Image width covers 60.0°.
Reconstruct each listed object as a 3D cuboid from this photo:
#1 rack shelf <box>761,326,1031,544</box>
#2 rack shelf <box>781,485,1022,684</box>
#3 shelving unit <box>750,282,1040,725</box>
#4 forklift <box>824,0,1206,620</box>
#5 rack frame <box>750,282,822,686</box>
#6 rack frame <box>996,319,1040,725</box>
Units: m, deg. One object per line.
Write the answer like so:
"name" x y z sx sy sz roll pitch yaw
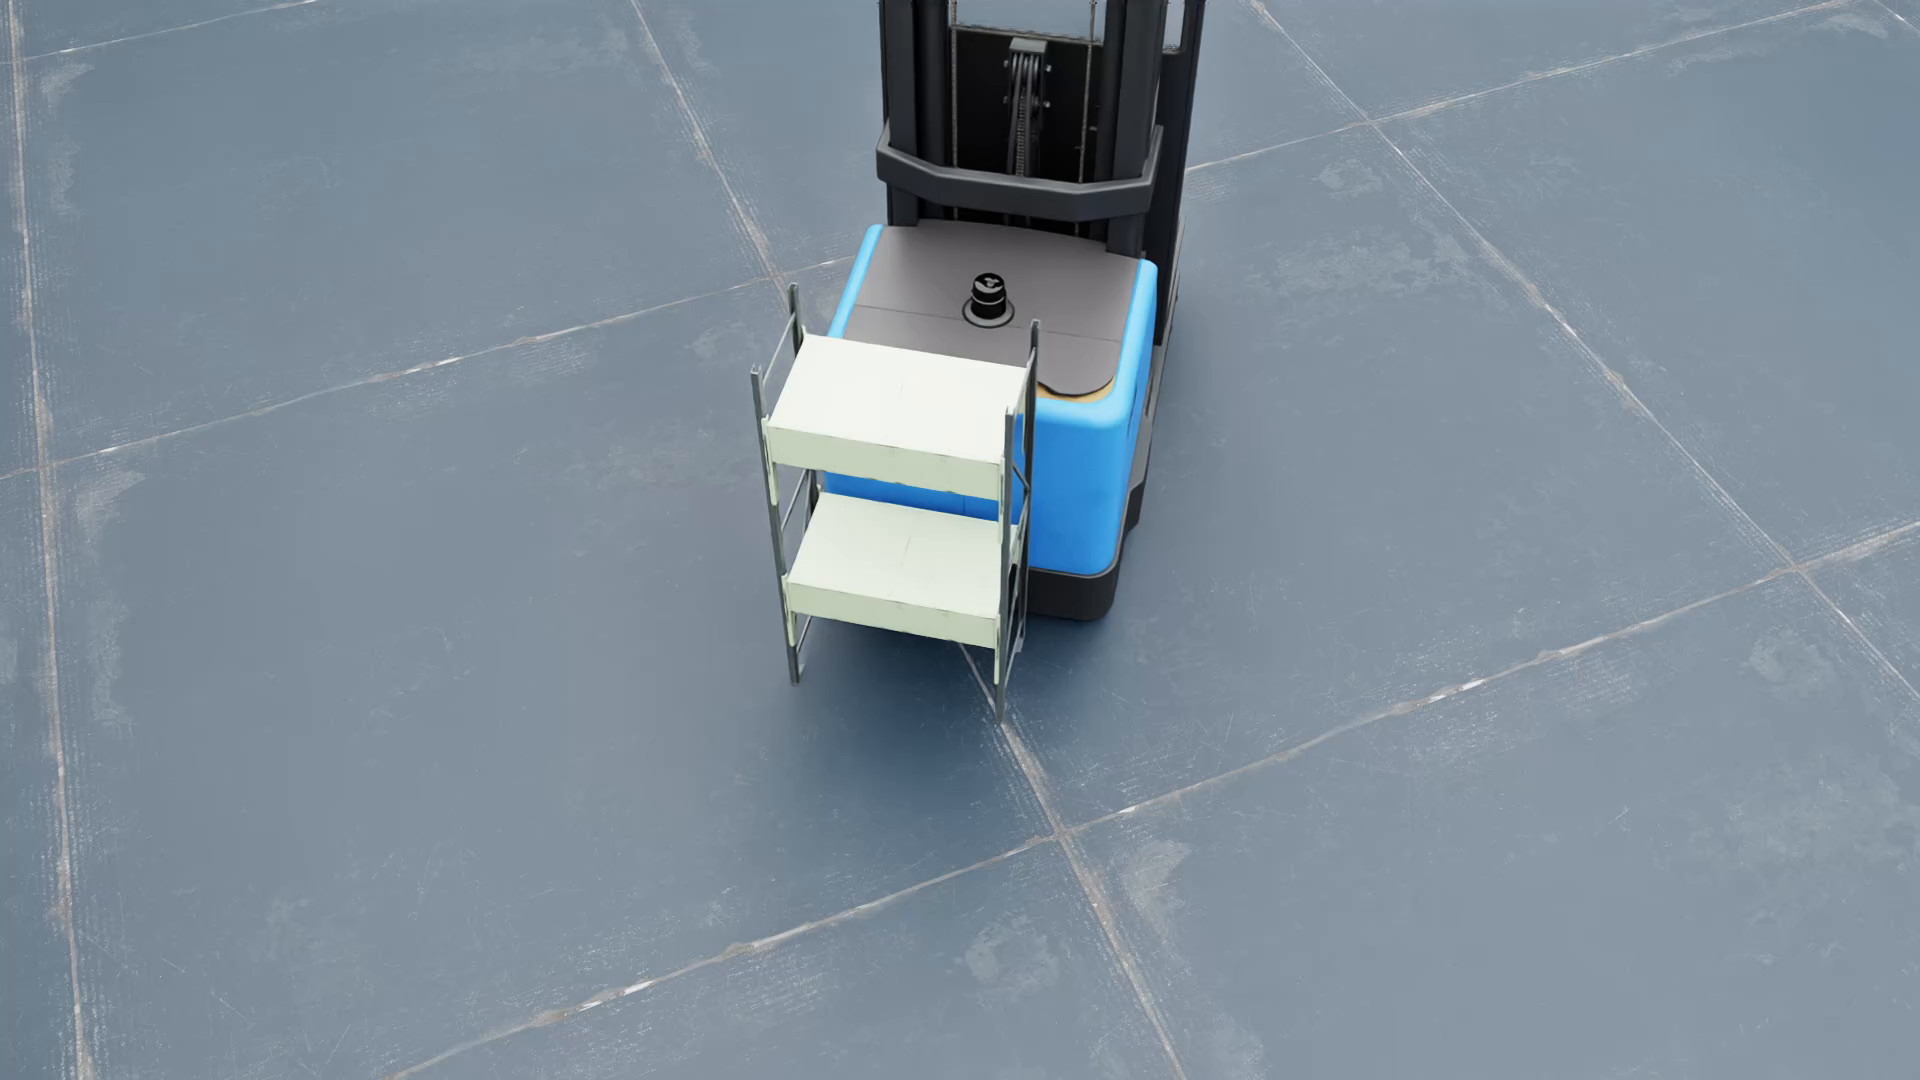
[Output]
"rack shelf" -0.179 -0.320 5.021 0.720 0.370 0.431 10 50 8
"rack shelf" -0.179 0.147 5.565 0.720 0.370 0.431 10 50 8
"shelving unit" -0.179 -0.065 5.317 0.755 1.500 0.431 10 50 8
"forklift" 0.318 -1.812 5.874 1.130 2.935 3.031 9 50 8
"rack frame" -0.535 -0.127 5.370 0.023 1.500 0.400 10 50 8
"rack frame" 0.178 -0.004 5.264 0.023 1.500 0.400 10 50 8
